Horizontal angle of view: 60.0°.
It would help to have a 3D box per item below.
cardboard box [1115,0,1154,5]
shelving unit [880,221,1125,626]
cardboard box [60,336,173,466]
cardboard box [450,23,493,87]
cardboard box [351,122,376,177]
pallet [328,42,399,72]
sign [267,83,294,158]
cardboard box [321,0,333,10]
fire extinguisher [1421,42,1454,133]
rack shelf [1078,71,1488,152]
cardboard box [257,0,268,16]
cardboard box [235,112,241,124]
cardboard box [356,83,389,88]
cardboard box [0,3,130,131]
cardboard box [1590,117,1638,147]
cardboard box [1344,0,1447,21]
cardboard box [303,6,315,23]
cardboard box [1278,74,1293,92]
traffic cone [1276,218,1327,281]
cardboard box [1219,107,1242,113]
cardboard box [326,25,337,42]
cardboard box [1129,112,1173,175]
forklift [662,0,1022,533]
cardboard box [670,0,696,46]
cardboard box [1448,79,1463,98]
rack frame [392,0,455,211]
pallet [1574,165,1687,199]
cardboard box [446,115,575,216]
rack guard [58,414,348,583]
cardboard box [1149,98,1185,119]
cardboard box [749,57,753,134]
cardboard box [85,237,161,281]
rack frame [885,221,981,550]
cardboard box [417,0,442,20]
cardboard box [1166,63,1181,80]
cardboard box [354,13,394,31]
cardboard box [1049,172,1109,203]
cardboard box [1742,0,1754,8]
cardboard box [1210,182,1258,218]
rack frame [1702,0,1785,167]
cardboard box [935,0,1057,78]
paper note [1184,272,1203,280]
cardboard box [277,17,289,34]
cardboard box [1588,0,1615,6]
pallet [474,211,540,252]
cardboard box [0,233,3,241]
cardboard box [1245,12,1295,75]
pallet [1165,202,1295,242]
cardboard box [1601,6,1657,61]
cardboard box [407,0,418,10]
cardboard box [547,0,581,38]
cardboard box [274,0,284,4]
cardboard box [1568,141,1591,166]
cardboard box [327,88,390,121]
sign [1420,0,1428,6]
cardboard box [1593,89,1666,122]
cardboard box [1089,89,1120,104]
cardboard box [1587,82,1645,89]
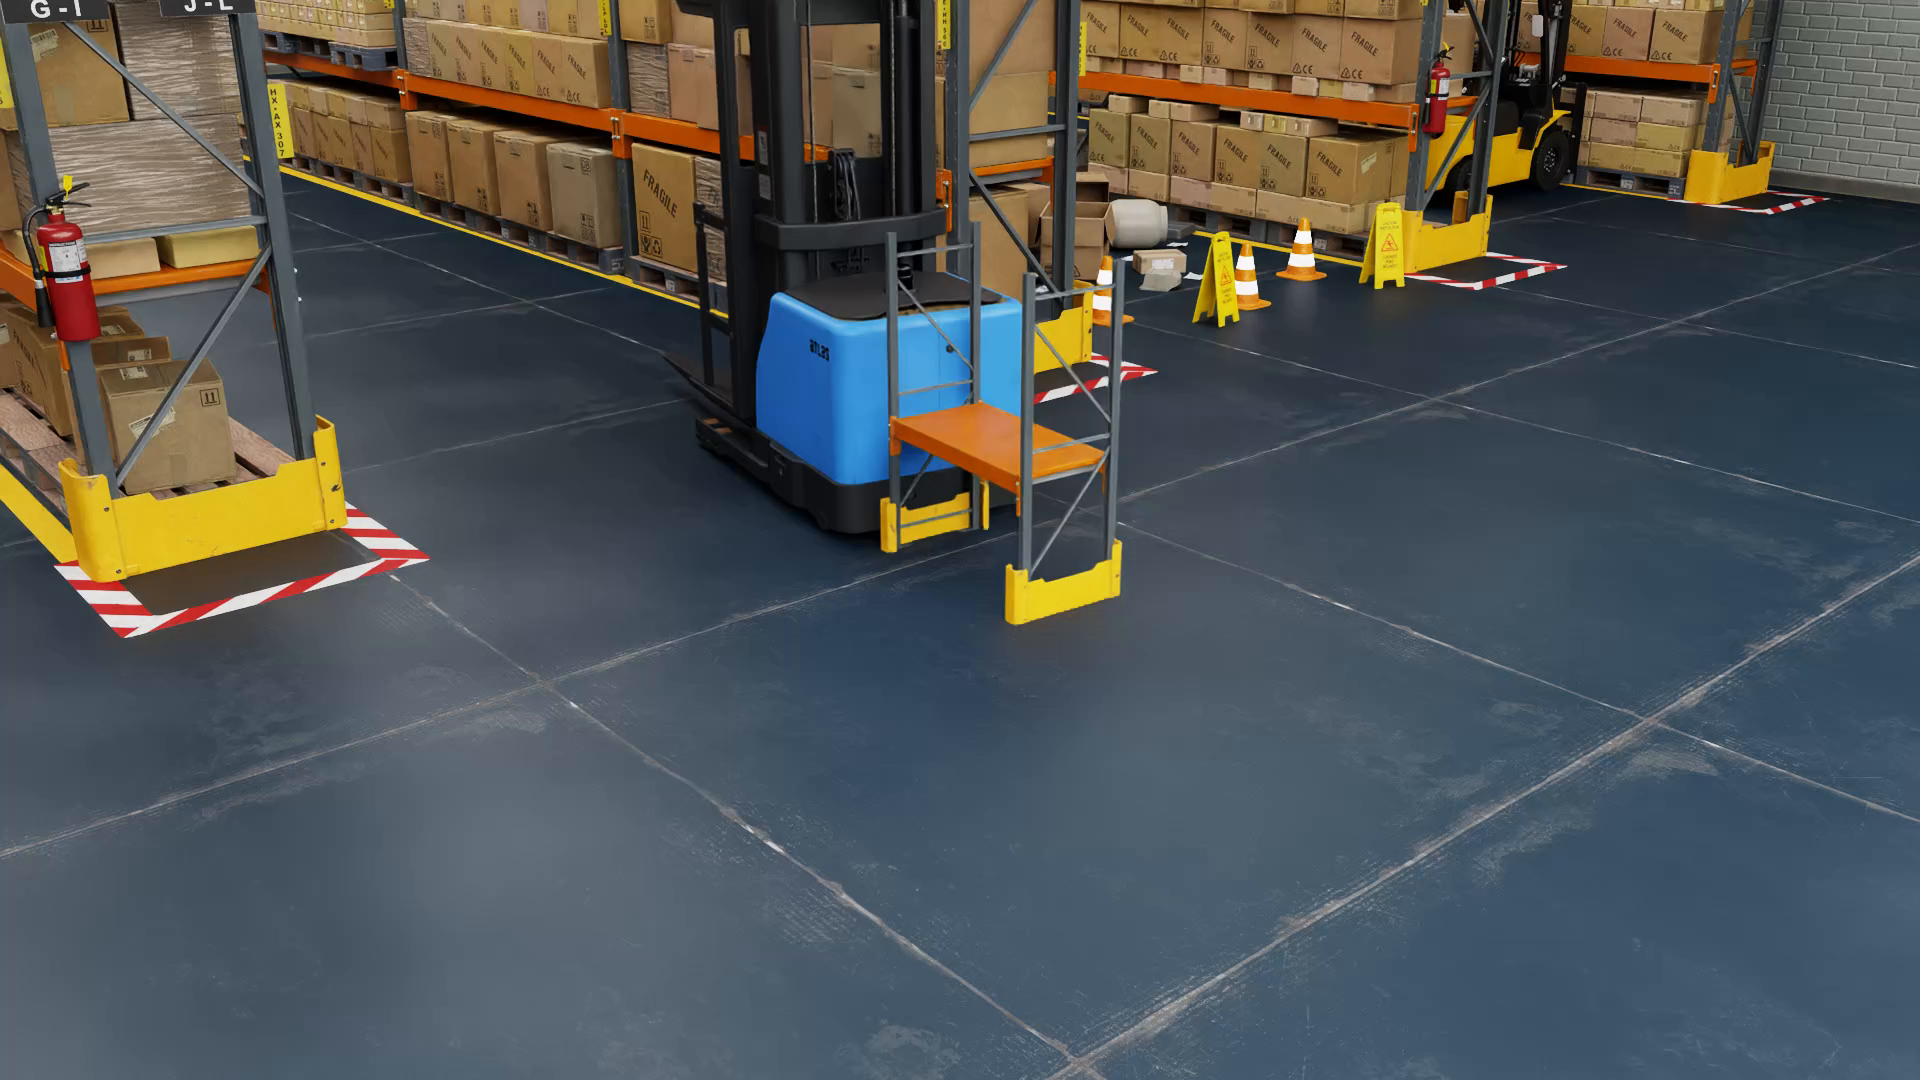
[{"bbox_3d":[1.842,-5.155,15.117,0.700,0.500,0.500,-17,27,-37],"label":"cardboard box"},{"bbox_3d":[0.167,-0.555,7.344,0.587,1.500,1.083,-14,25,-32],"label":"shelving unit"},{"bbox_3d":[-4.305,-0.725,8.574,0.500,0.500,0.500,-10,23,-24],"label":"cardboard box"},{"bbox_3d":[-4.141,-4.302,14.718,0.500,0.500,0.500,-17,27,-37],"label":"cardboard box"},{"bbox_3d":[-5.856,-4.019,16.983,0.500,0.500,0.500,-16,27,-35],"label":"cardboard box"},{"bbox_3d":[-5.439,-4.805,16.403,1.213,0.211,1.003,-17,27,-37],"label":"pallet"},{"bbox_3d":[-3.083,-1.892,7.515,0.100,0.325,0.005,-17,27,-37],"label":"sign"},{"bbox_3d":[-6.070,-5.320,16.407,0.380,0.149,0.250,-16,27,-36],"label":"cardboard box"},{"bbox_3d":[3.739,-3.542,13.020,0.296,0.674,0.183,-17,27,-37],"label":"fire extinguisher"},{"bbox_3d":[2.708,-3.937,14.908,1.077,0.370,4.000,-17,27,-37],"label":"rack shelf"},{"bbox_3d":[-7.256,-5.685,17.745,0.380,0.149,0.250,-17,27,-36],"label":"cardboard box"},{"bbox_3d":[-8.324,-4.988,19.531,0.380,0.149,0.250,-19,28,-39],"label":"cardboard box"},{"bbox_3d":[-6.145,-4.776,17.887,0.500,0.250,0.500,-19,28,-40],"label":"cardboard box"},{"bbox_3d":[-4.040,-2.104,7.326,0.500,0.500,0.500,-17,27,-37],"label":"cardboard box"},{"bbox_3d":[6.898,-4.251,17.233,0.500,0.250,0.500,-18,28,-38],"label":"cardboard box"},{"bbox_3d":[3.515,-4.459,13.339,0.700,0.500,0.500,-18,28,-39],"label":"cardboard box"},{"bbox_3d":[-6.404,-5.324,16.825,0.380,0.149,0.250,-17,27,-36],"label":"cardboard box"},{"bbox_3d":[2.955,-3.942,14.280,0.380,0.149,0.250,-17,27,-37],"label":"cardboard box"},{"bbox_3d":[2.755,-2.350,13.348,0.336,0.463,0.334,-17,27,-37],"label":"traffic cone"},{"bbox_3d":[2.325,-3.849,15.864,0.500,0.500,0.500,-17,27,-36],"label":"cardboard box"},{"bbox_3d":[-6.052,-5.038,16.503,0.380,0.149,0.250,-18,28,-38],"label":"cardboard box"},{"bbox_3d":[1.941,-3.716,15.525,0.500,0.500,0.500,-16,27,-35],"label":"cardboard box"},{"bbox_3d":[-0.823,-1.890,8.790,1.130,2.935,3.031,-11,24,-27],"label":"forklift"},{"bbox_3d":[-1.620,-3.956,12.285,0.875,0.550,0.550,-17,27,-37],"label":"cardboard box"},{"bbox_3d":[3.948,-3.745,13.778,0.380,0.149,0.250,-17,27,-37],"label":"cardboard box"},{"bbox_3d":[-4.893,-4.723,15.930,1.000,3.000,0.127,-17,27,-37],"label":"rack frame"},{"bbox_3d":[7.240,-3.805,17.408,1.003,0.211,1.213,-17,27,-37],"label":"pallet"},{"bbox_3d":[-3.990,-3.441,15.165,1.050,0.750,0.750,-17,27,-37],"label":"cardboard box"},{"bbox_3d":[-3.544,-0.217,7.853,1.175,0.500,0.348,-17,27,-37],"label":"rack guard"},{"bbox_3d":[1.956,-3.973,15.291,0.380,0.149,0.250,-16,27,-35],"label":"cardboard box"},{"bbox_3d":[-0.970,-3.142,11.688,0.875,0.550,0.500,-17,27,-37],"label":"cardboard box"},{"bbox_3d":[-3.837,-1.273,7.465,0.380,0.149,0.250,-17,27,-37],"label":"cardboard box"},{"bbox_3d":[-0.117,-0.705,7.727,0.500,1.500,0.032,-14,25,-32],"label":"rack frame"},{"bbox_3d":[-4.607,-5.109,15.406,0.700,0.500,0.500,-18,27,-38],"label":"cardboard box"},{"bbox_3d":[2.098,-4.277,15.137,0.380,0.149,0.250,-18,27,-38],"label":"cardboard box"},{"bbox_3d":[-5.560,-4.968,15.916,0.380,0.149,0.250,-17,27,-36],"label":"cardboard box"},{"bbox_3d":[1.071,-3.042,15.061,0.500,0.500,0.500,0,21,-1],"label":"cardboard box"},{"bbox_3d":[7.746,-5.406,16.646,0.380,0.149,0.250,-18,28,-39],"label":"cardboard box"},{"bbox_3d":[2.604,-3.082,14.934,0.500,0.250,0.500,-19,28,-39],"label":"cardboard box"},{"bbox_3d":[7.771,-4.902,16.386,1.000,3.000,0.127,-17,27,-37],"label":"rack frame"},{"bbox_3d":[0.116,-3.197,10.348,0.875,0.550,0.550,-17,27,-37],"label":"cardboard box"},{"bbox_3d":[1.888,-2.124,13.365,0.142,0.019,0.148,12,24,27],"label":"paper note"},{"bbox_3d":[-6.920,-5.403,17.435,0.380,0.149,0.250,-19,28,-40],"label":"cardboard box"},{"bbox_3d":[6.657,-5.563,17.048,0.380,0.149,0.250,-19,28,-39],"label":"cardboard box"},{"bbox_3d":[-3.643,-2.852,14.976,1.003,0.211,1.213,-17,27,-37],"label":"pallet"},{"bbox_3d":[-4.665,-1.614,8.336,0.380,0.149,0.250,-17,27,-37],"label":"cardboard box"},{"bbox_3d":[2.803,-4.267,14.220,0.500,0.500,0.500,-18,27,-38],"label":"cardboard box"},{"bbox_3d":[2.668,-3.011,15.383,1.003,0.211,1.213,-17,27,-37],"label":"pallet"},{"bbox_3d":[6.919,-5.167,16.927,0.500,0.500,0.500,-16,27,-36],"label":"cardboard box"},{"bbox_3d":[-5.225,-5.326,16.422,0.380,0.149,0.250,-18,28,-39],"label":"cardboard box"},{"bbox_3d":[-2.948,-4.407,13.616,0.700,0.500,0.500,-18,28,-38],"label":"cardboard box"},{"bbox_3d":[-6.914,-5.678,17.321,0.380,0.149,0.250,-18,28,-38],"label":"cardboard box"},{"bbox_3d":[6.588,-4.152,17.665,0.500,0.250,0.500,-17,27,-37],"label":"cardboard box"},{"bbox_3d":[-6.195,-4.512,17.213,0.500,0.250,0.500,-17,27,-36],"label":"cardboard box"},{"bbox_3d":[3.580,-4.279,12.774,0.100,0.325,0.005,-17,27,-37],"label":"sign"},{"bbox_3d":[6.897,-4.475,17.120,0.500,0.250,0.500,-17,27,-36],"label":"cardboard box"},{"bbox_3d":[2.110,-6.209,22.576,0.500,0.500,0.500,-16,27,-36],"label":"cardboard box"},{"bbox_3d":[6.954,-4.738,17.792,0.500,0.250,0.500,-18,27,-38],"label":"cardboard box"}]
